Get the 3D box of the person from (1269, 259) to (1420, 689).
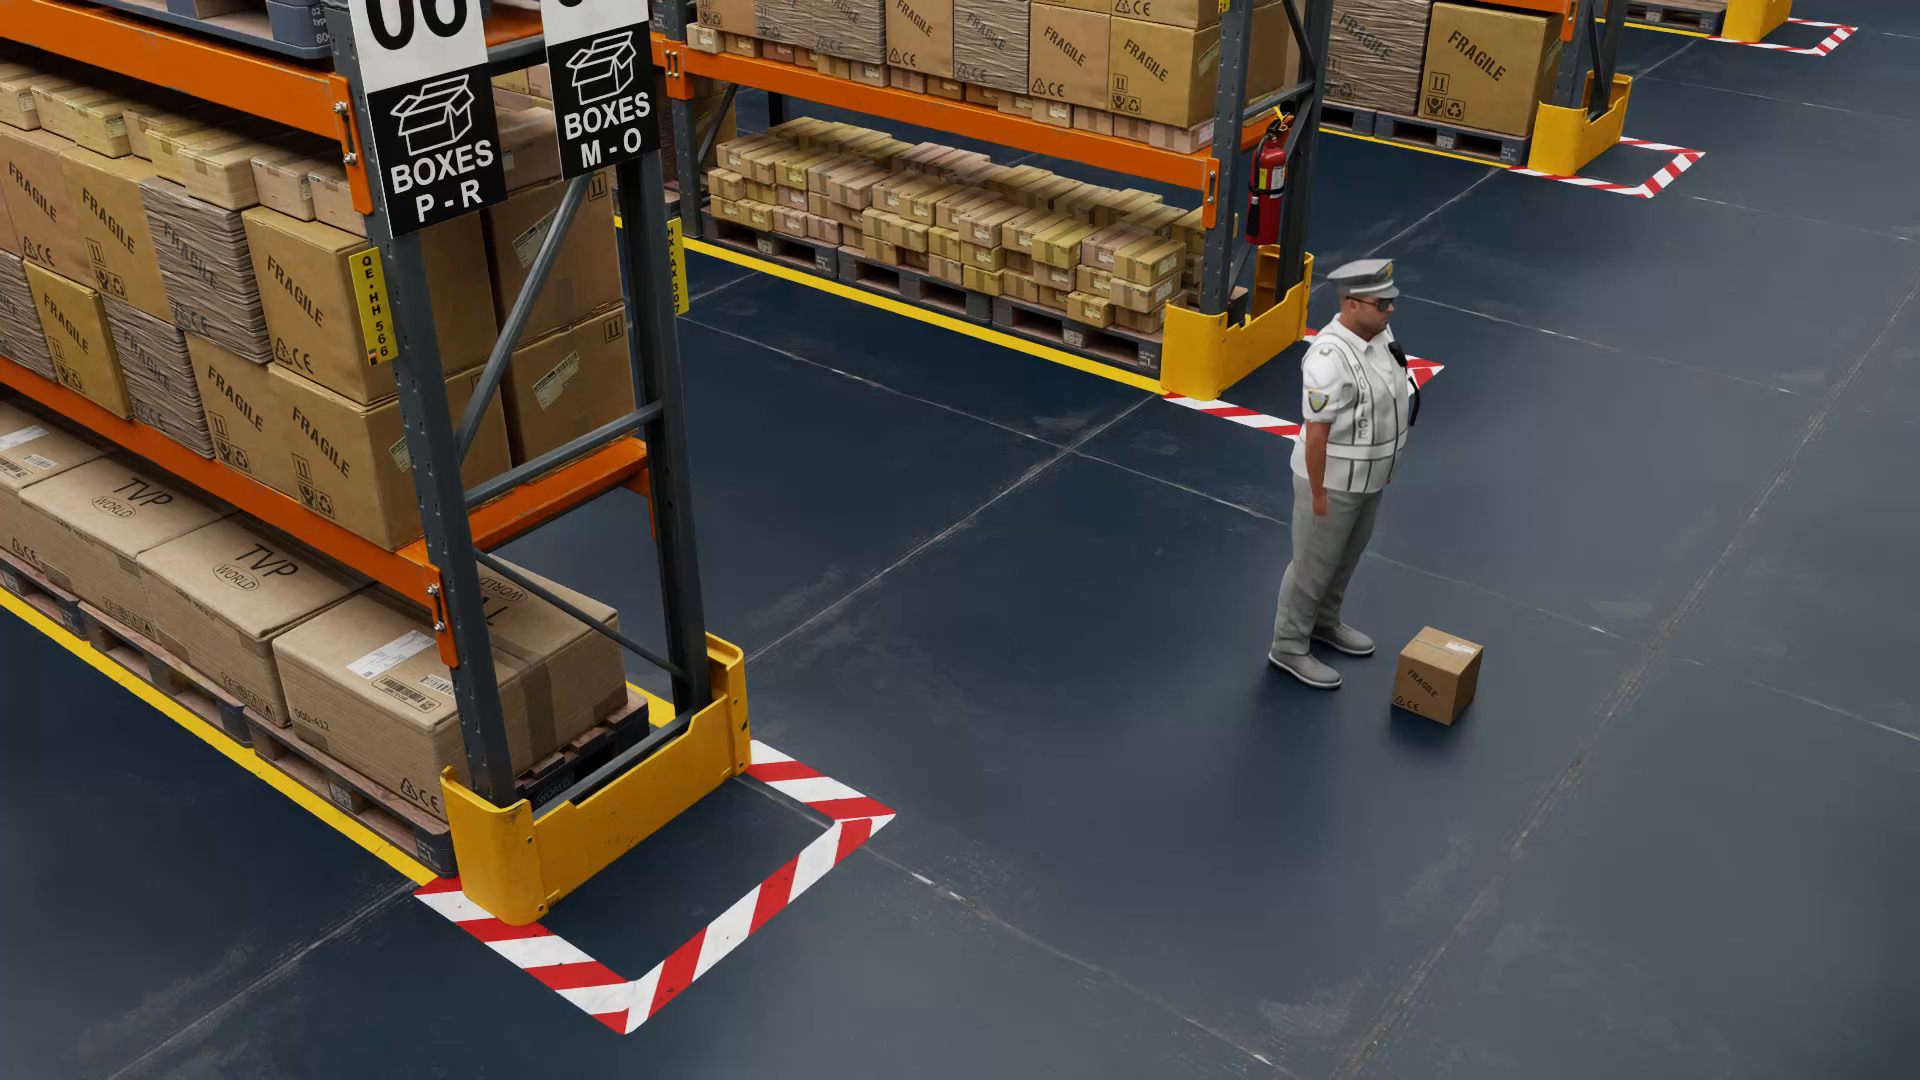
[{"bbox_3d":[1.530,-0.271,6.566,0.395,1.772,0.525,22,37,32],"label":"person"}]
